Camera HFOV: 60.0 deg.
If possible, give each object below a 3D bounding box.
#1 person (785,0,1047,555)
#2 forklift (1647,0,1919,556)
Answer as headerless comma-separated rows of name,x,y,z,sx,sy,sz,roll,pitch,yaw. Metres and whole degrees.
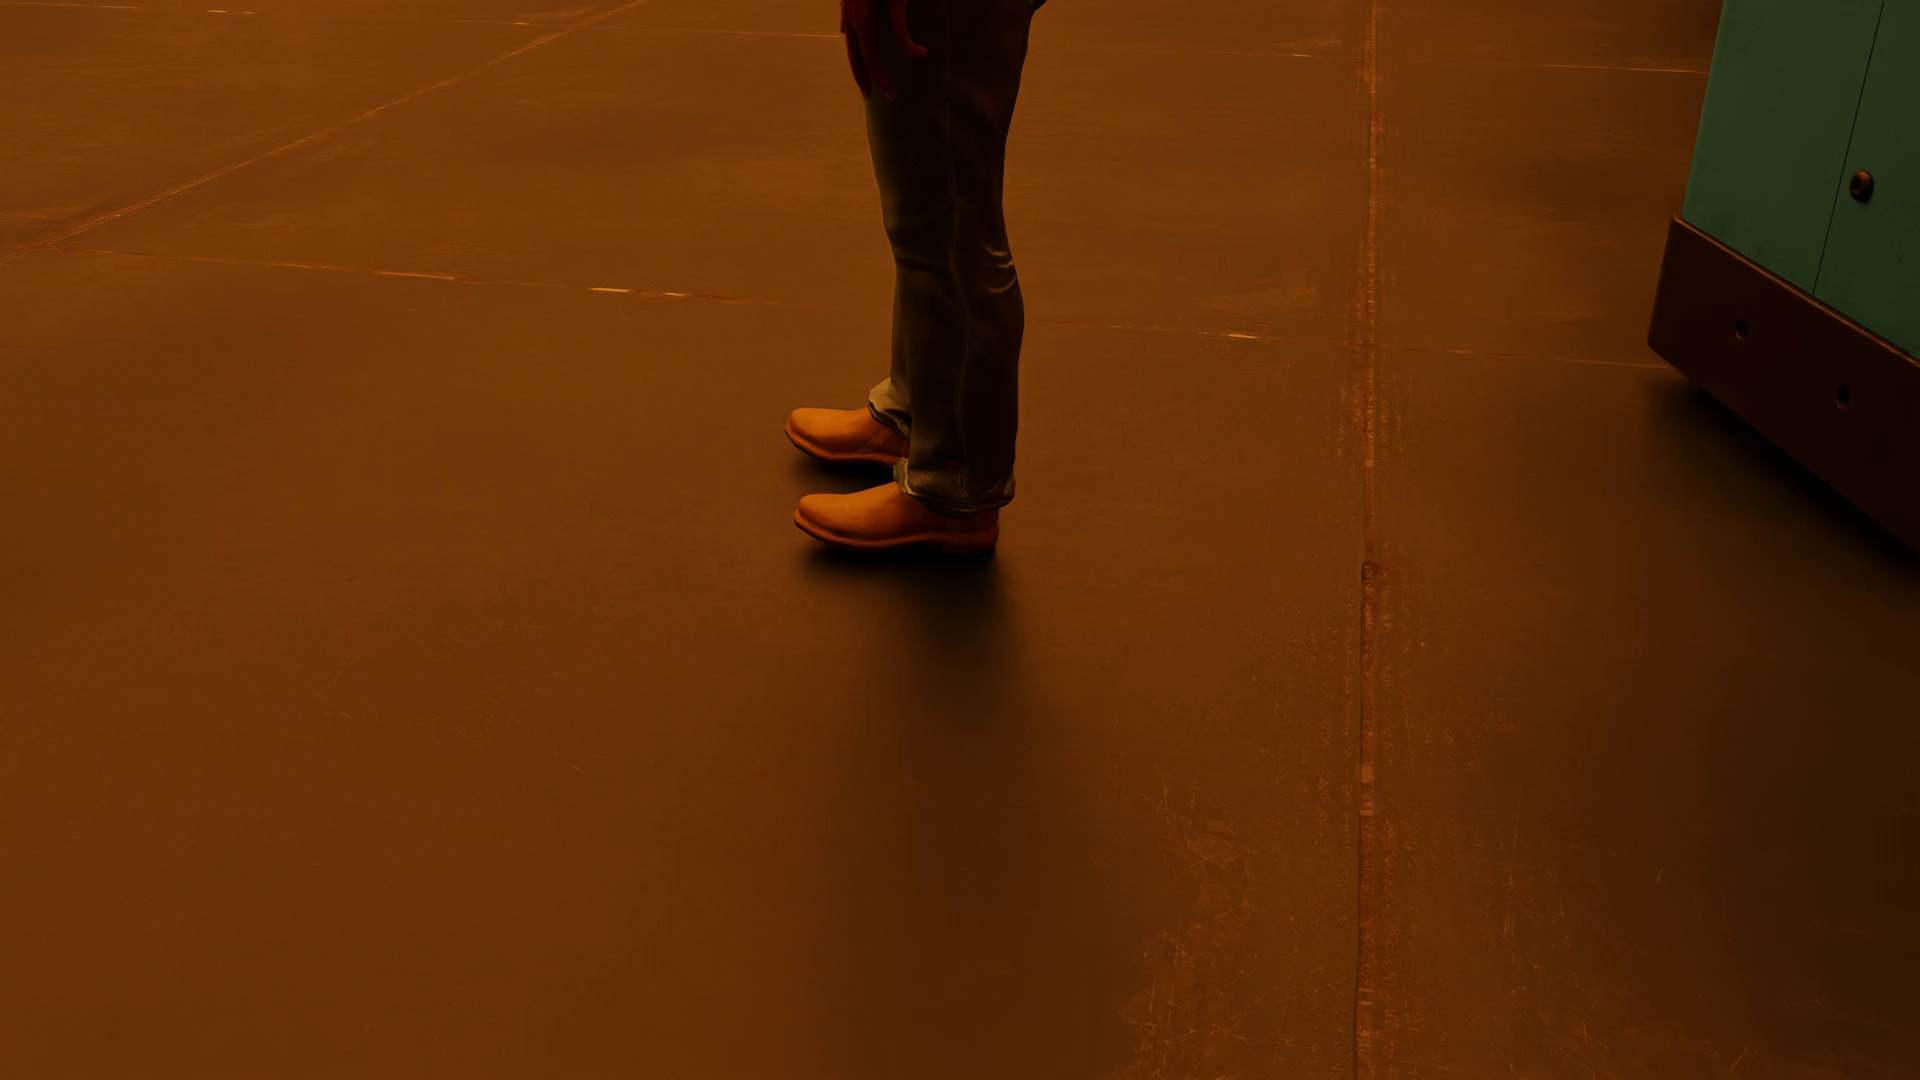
person,-0.067,-0.804,2.117,0.575,1.768,0.666,6,27,11
forklift,2.802,-1.455,2.129,3.031,2.935,1.130,-2,27,-4
